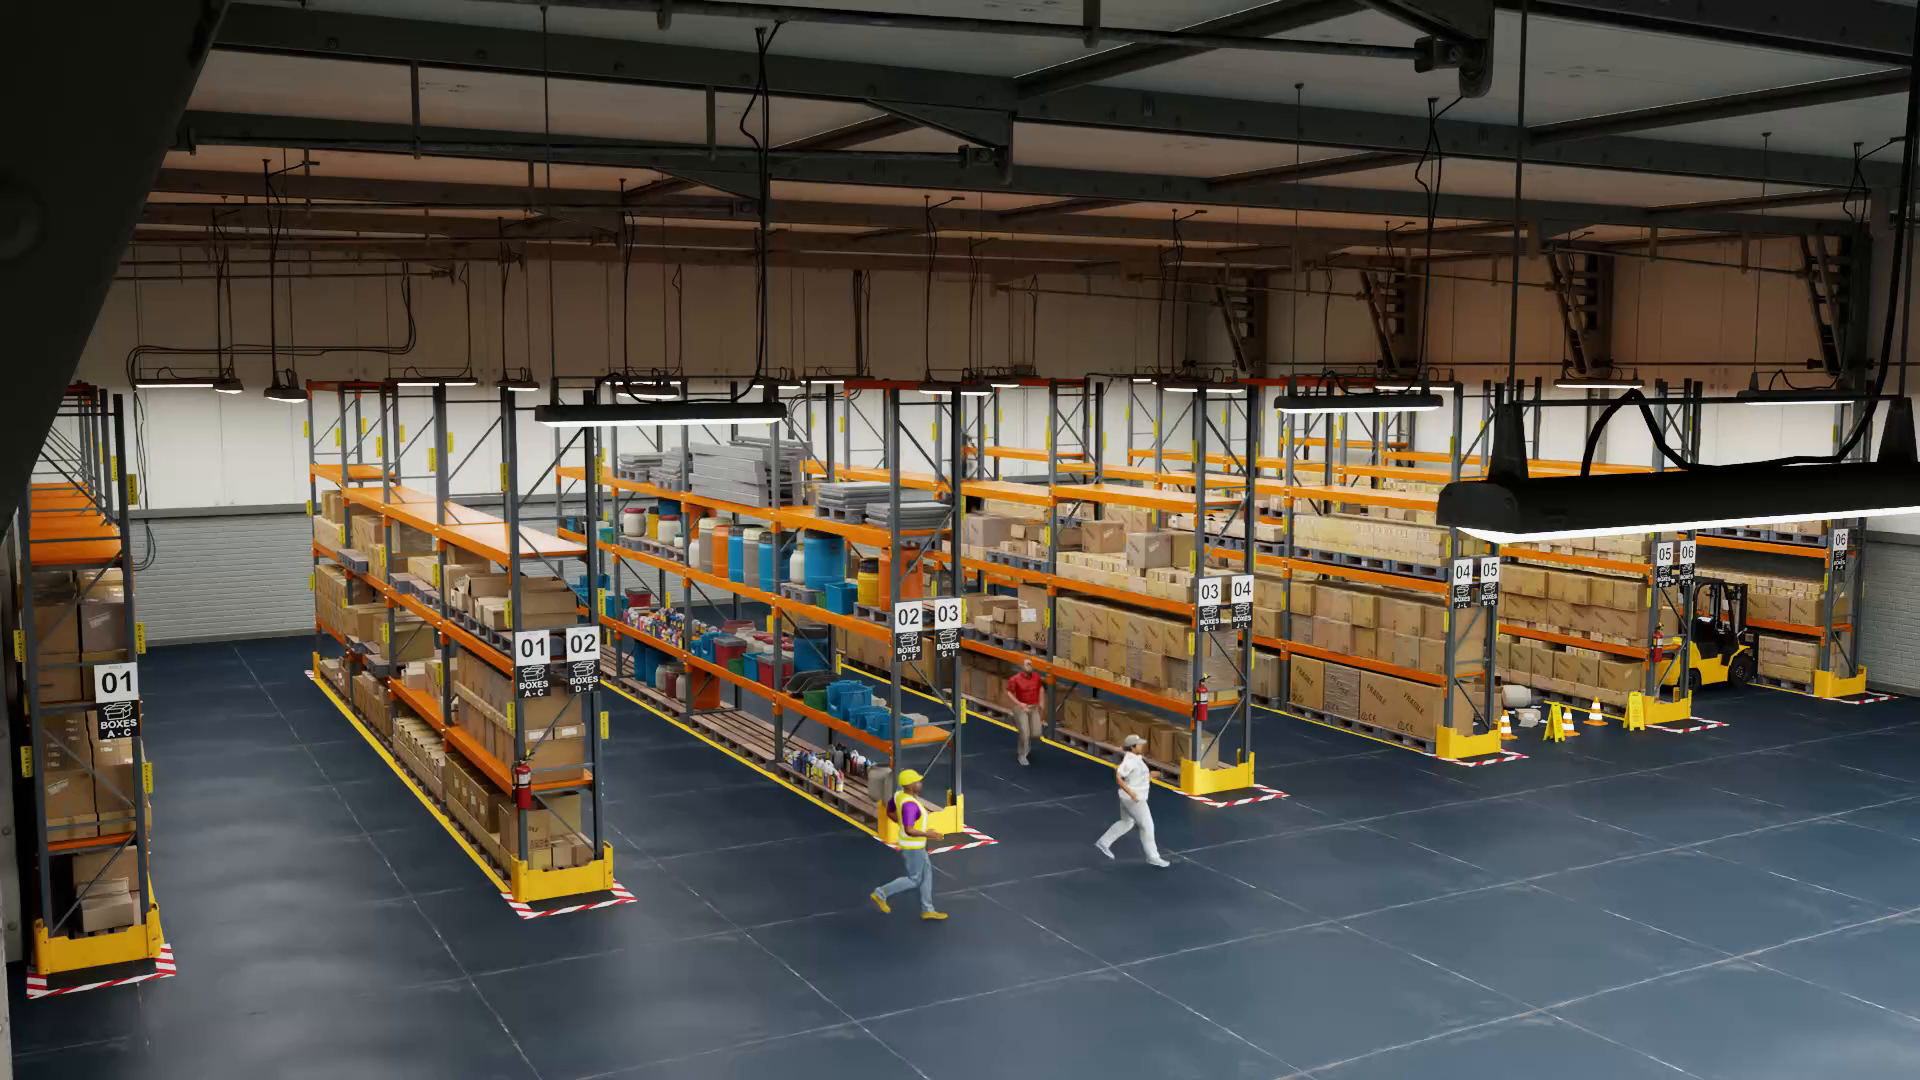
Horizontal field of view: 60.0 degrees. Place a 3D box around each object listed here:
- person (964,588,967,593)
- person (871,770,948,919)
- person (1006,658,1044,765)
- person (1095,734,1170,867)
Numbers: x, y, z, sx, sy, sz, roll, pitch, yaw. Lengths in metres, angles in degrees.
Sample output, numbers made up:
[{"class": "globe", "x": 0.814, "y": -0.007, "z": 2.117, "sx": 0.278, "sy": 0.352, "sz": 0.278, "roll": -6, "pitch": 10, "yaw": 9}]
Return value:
[{"class": "person", "x": -0.019, "y": 1.634, "z": 35.529, "sx": 0.644, "sy": 1.806, "sz": 0.915, "roll": -4, "pitch": 7, "yaw": -36}, {"class": "person", "x": -0.579, "y": 3.464, "z": 18.834, "sx": 0.894, "sy": 1.756, "sz": 0.702, "roll": -1, "pitch": 6, "yaw": -8}, {"class": "person", "x": 1.060, "y": 2.699, "z": 26.360, "sx": 0.698, "sy": 1.686, "sz": 0.620, "roll": -3, "pitch": 7, "yaw": -27}, {"class": "person", "x": 2.174, "y": 3.264, "z": 20.919, "sx": 0.939, "sy": 1.662, "sz": 0.603, "roll": 0, "pitch": 6, "yaw": 1}]
